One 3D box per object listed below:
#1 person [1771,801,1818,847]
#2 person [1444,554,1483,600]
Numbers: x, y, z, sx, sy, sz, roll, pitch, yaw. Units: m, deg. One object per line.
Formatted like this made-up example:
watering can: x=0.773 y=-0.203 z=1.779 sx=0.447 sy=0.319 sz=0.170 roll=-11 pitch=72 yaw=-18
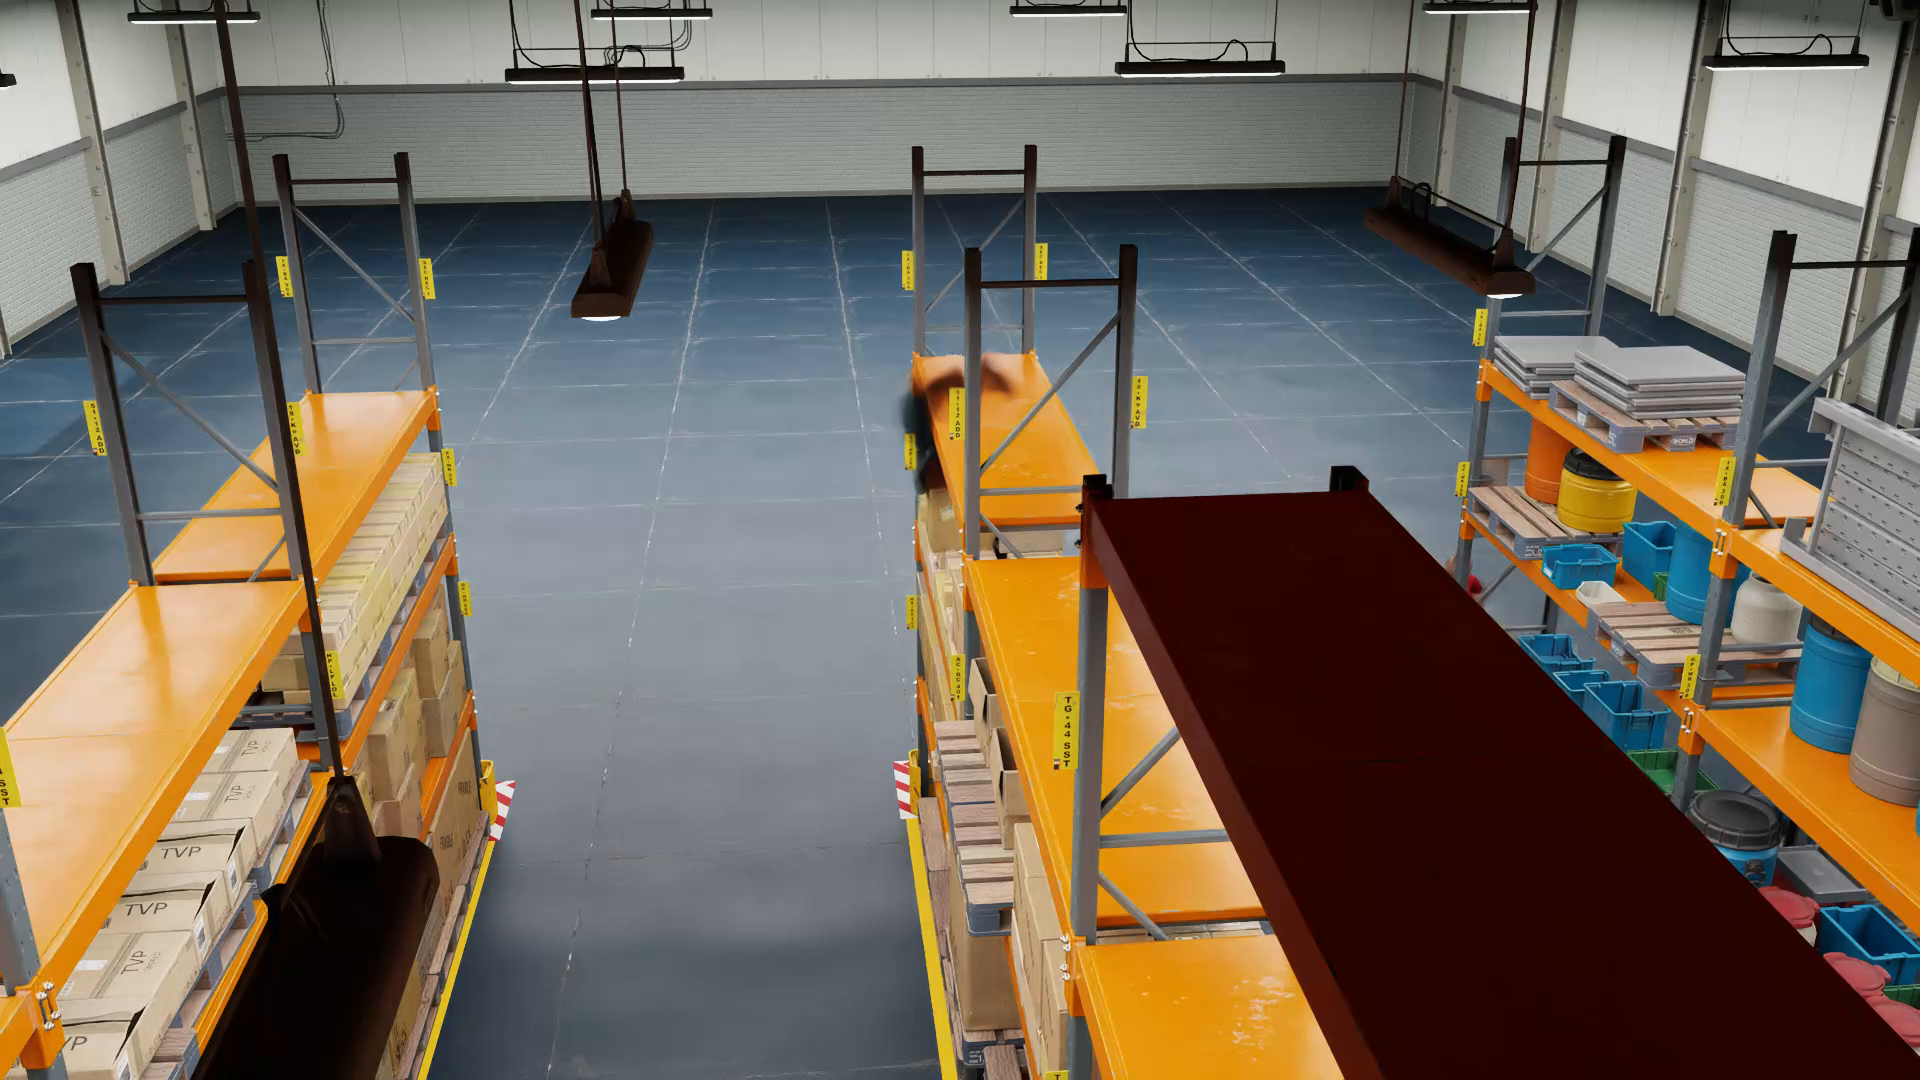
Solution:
person: x=7.293 y=2.005 z=14.436 sx=0.567 sy=1.604 sz=0.650 roll=-5 pitch=22 yaw=-13
person: x=5.015 y=0.911 z=17.093 sx=0.544 sy=1.678 sz=0.674 roll=13 pitch=25 yaw=29
